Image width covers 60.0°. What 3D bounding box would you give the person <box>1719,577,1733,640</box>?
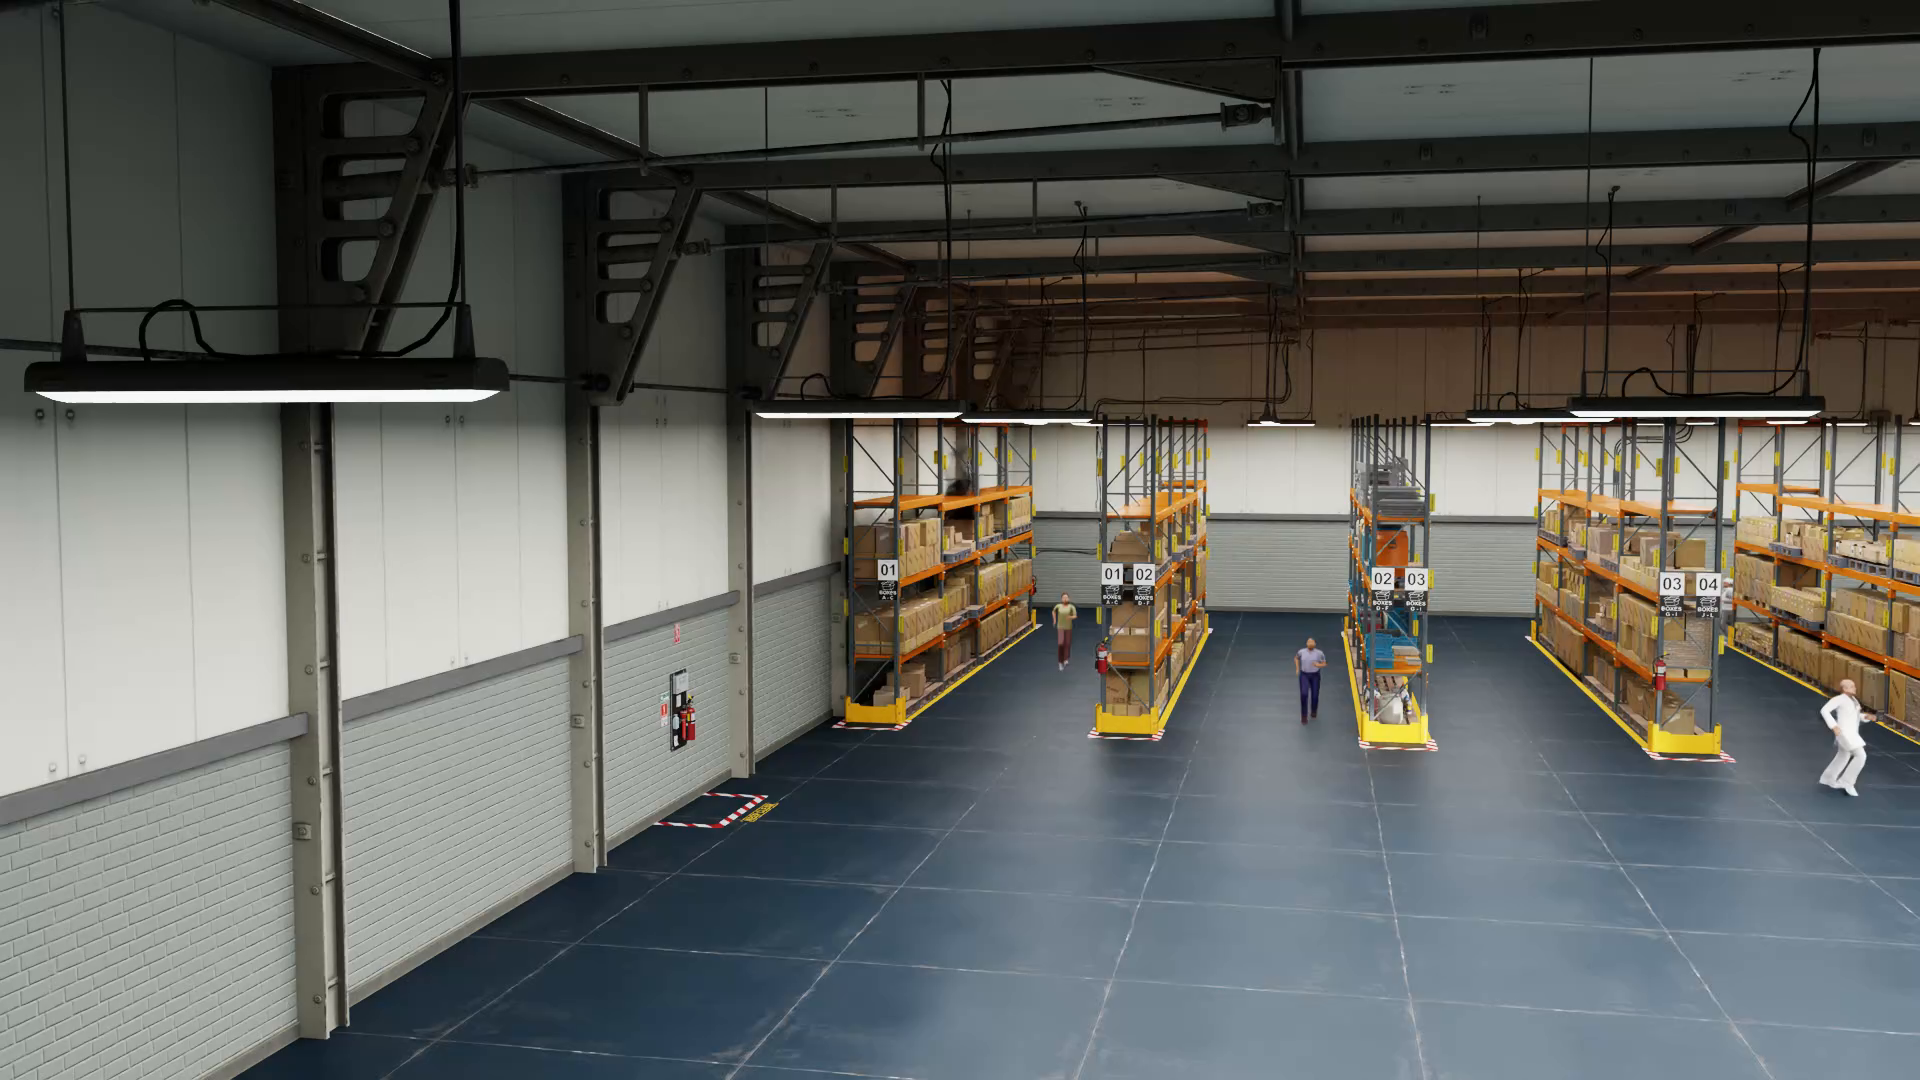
[{"bbox_3d":[20.787,1.869,45.206,0.564,1.726,0.667,0,4,4],"label":"person"}]

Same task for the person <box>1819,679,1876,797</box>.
[{"bbox_3d":[13.936,3.102,26.121,0.807,1.831,0.673,4,5,43],"label":"person"}]

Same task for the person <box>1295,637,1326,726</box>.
[{"bbox_3d":[6.844,2.728,32.490,0.594,1.672,0.848,1,4,11],"label":"person"}]

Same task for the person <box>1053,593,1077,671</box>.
[{"bbox_3d":[2.394,2.084,37.983,0.543,1.769,0.696,0,4,1],"label":"person"}]
